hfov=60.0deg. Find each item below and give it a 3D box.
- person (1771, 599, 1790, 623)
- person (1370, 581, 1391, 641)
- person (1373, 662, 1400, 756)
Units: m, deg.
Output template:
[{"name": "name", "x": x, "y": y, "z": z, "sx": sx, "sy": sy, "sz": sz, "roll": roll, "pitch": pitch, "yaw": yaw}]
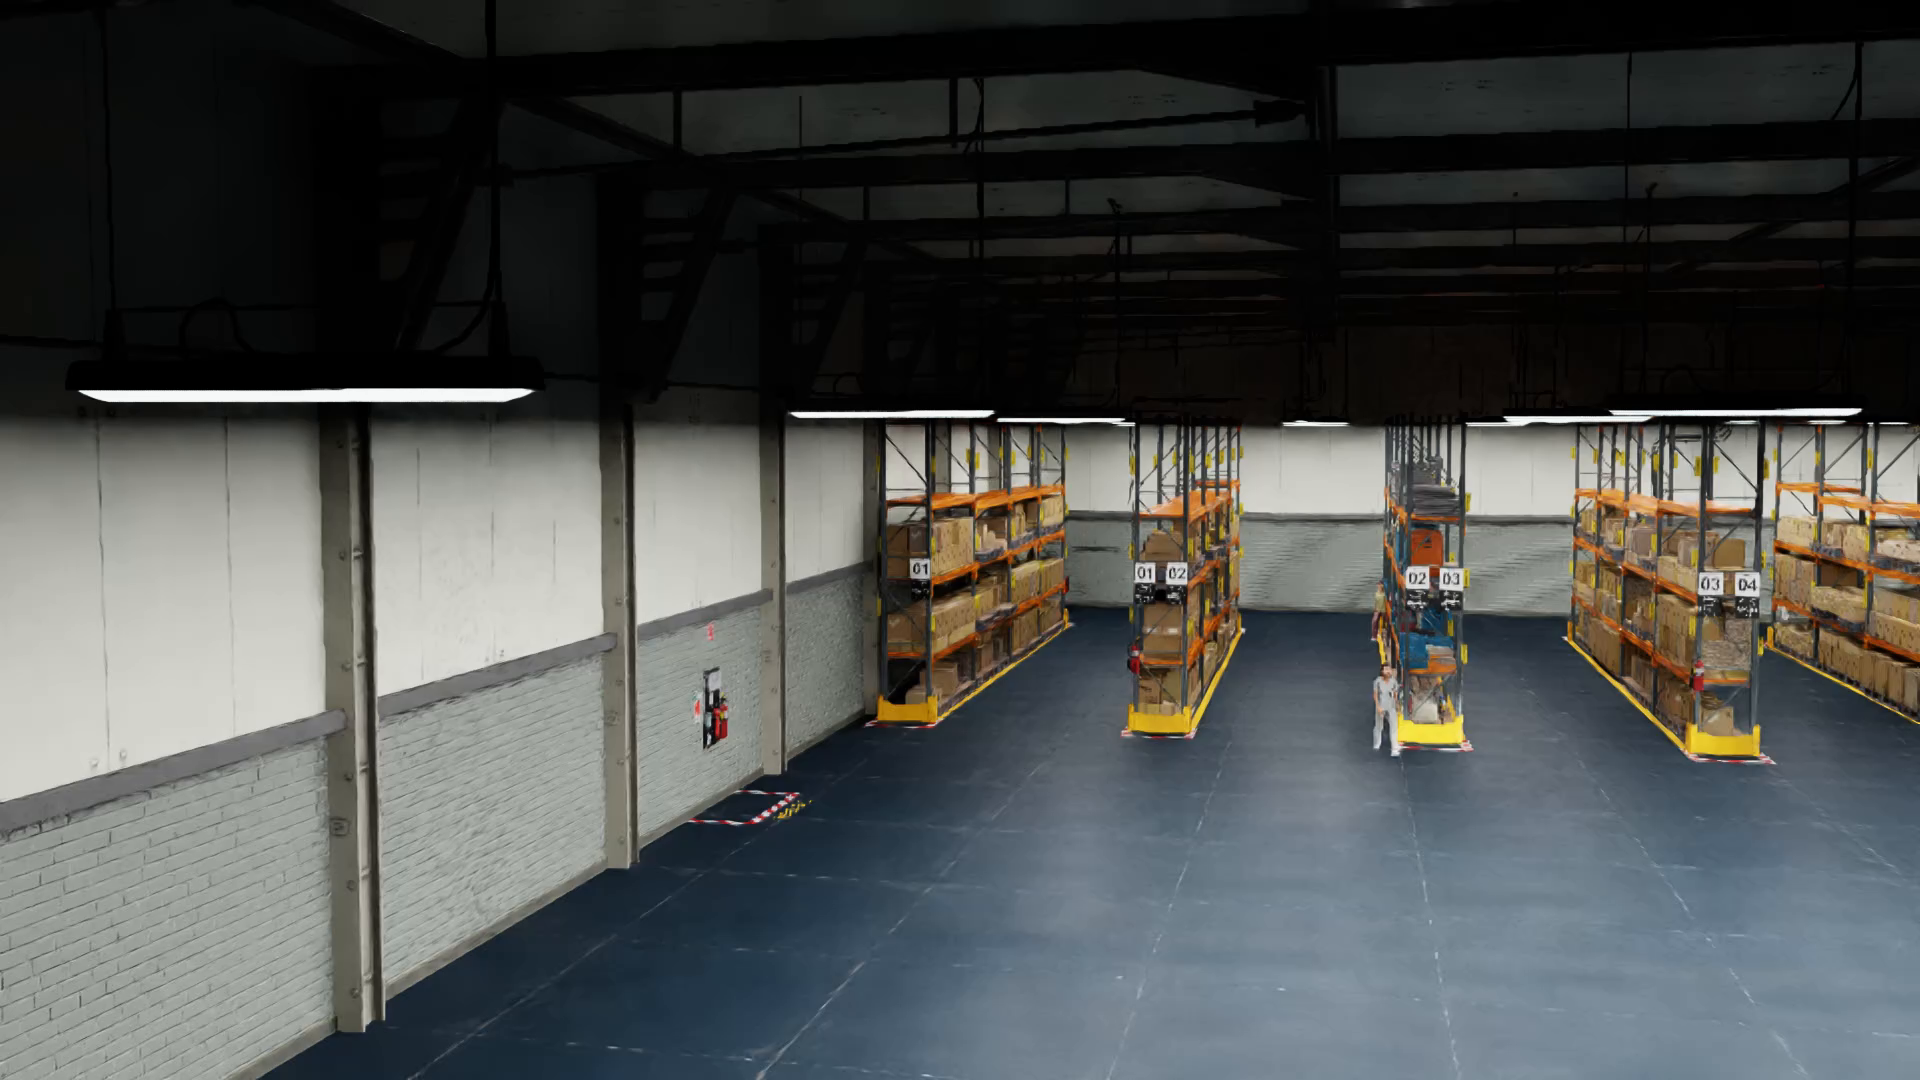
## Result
[{"name": "person", "x": 23.446, "y": 1.633, "z": 47.331, "sx": 0.499, "sy": 1.798, "sz": 0.611, "roll": -2, "pitch": 4, "yaw": -26}, {"name": "person", "x": 11.389, "y": 1.893, "z": 44.739, "sx": 0.502, "sy": 1.608, "sz": 0.960, "roll": 3, "pitch": 5, "yaw": 33}, {"name": "person", "x": 7.440, "y": 2.936, "z": 29.115, "sx": 0.444, "sy": 1.604, "sz": 1.018, "roll": 0, "pitch": 4, "yaw": 4}]
